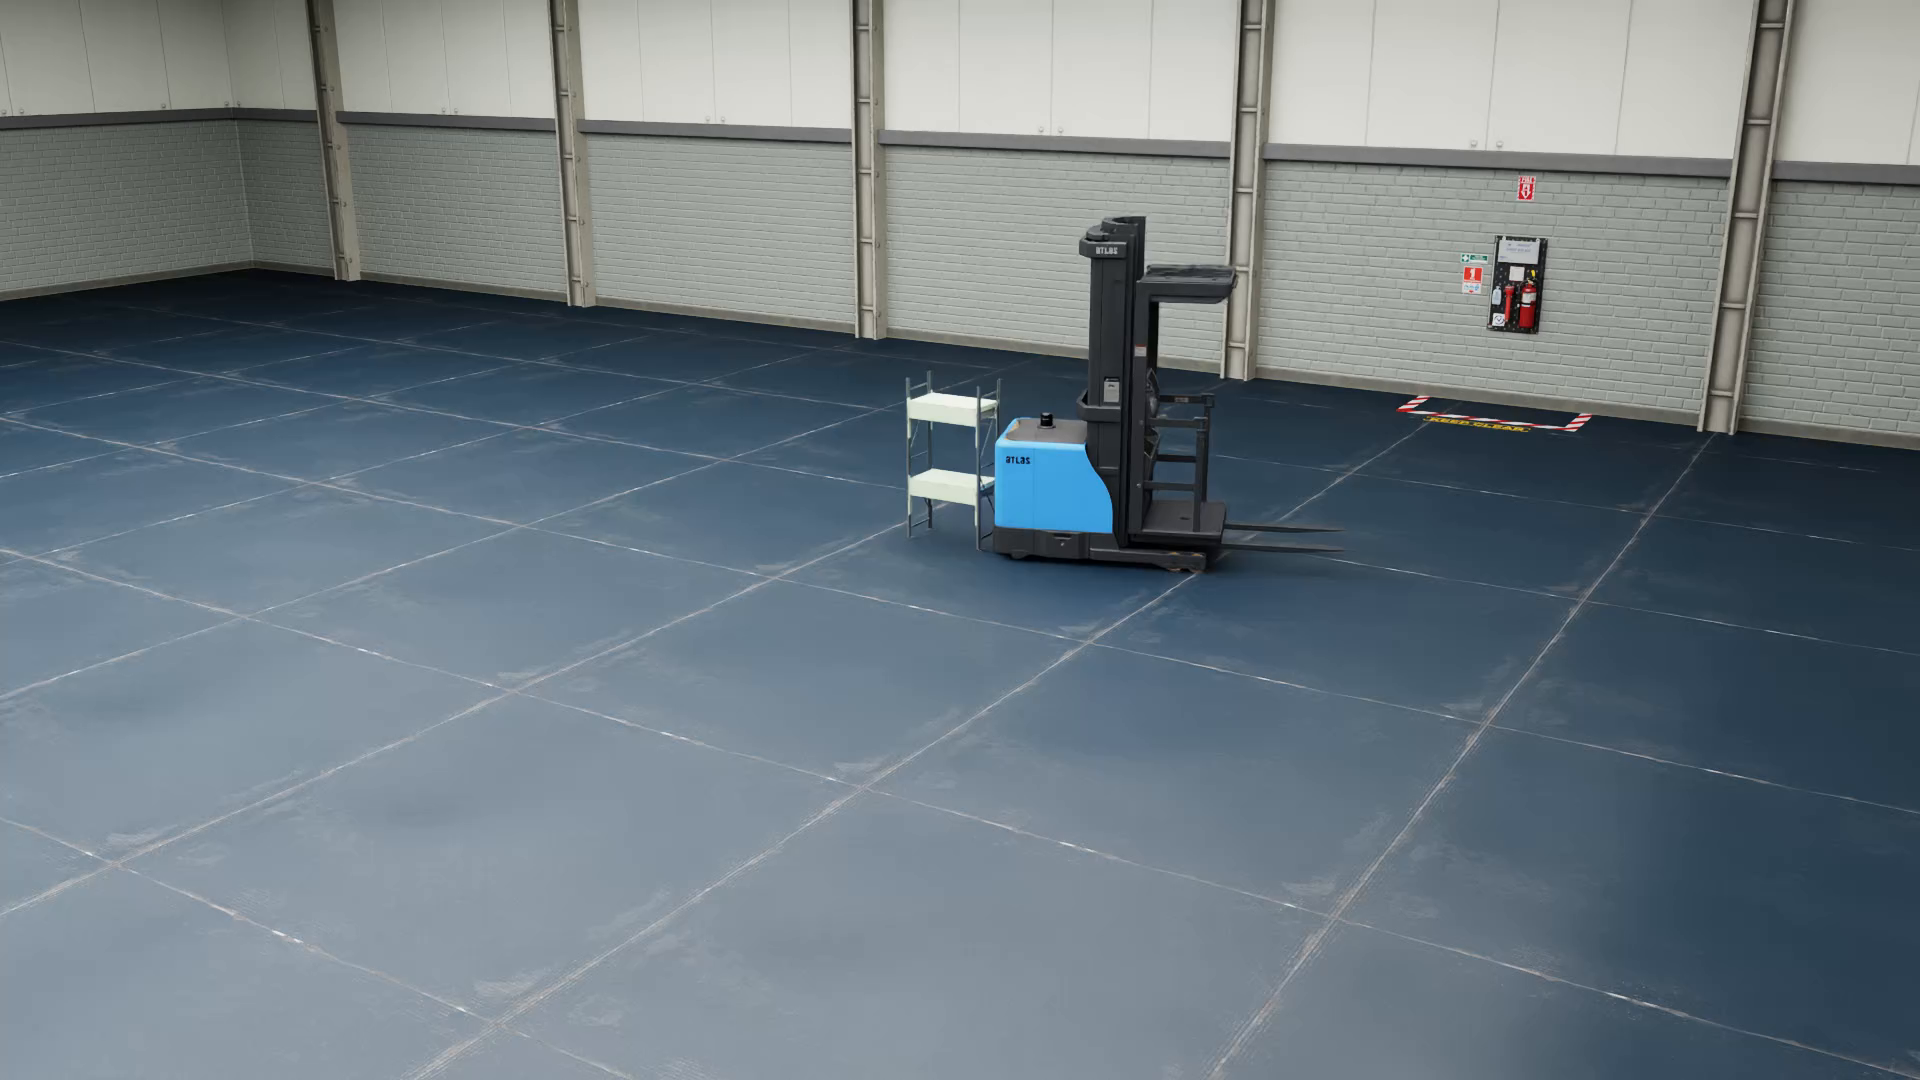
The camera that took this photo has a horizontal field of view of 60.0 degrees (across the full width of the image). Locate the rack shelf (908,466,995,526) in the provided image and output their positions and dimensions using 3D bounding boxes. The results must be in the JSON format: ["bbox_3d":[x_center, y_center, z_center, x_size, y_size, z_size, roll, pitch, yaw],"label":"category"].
[{"bbox_3d":[-0.057,-0.408,15.134,0.720,0.370,0.431,10,19,29],"label":"rack shelf"}]

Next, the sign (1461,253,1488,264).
[{"bbox_3d":[6.366,-3.481,20.576,0.331,0.109,0.001,10,20,30],"label":"sign"}]

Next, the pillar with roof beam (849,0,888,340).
[{"bbox_3d":[-3.609,-6.348,20.665,0.400,9.000,9.100,10,20,30],"label":"pillar with roof beam"}]

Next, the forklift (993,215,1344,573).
[{"bbox_3d":[1.862,-1.285,14.437,3.031,2.935,1.130,3,17,11],"label":"forklift"}]

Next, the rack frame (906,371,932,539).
[{"bbox_3d":[-0.372,-0.774,15.217,0.023,1.500,0.400,10,19,29],"label":"rack frame"}]

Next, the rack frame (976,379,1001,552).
[{"bbox_3d":[0.258,-0.666,14.861,0.023,1.500,0.400,10,19,29],"label":"rack frame"}]

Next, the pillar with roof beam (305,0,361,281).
[{"bbox_3d":[-13.835,-8.173,26.674,0.400,9.000,9.100,10,20,30],"label":"pillar with roof beam"}]

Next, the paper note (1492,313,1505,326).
[{"bbox_3d":[6.669,-2.726,20.580,0.142,0.148,0.016,10,20,30],"label":"paper note"}]

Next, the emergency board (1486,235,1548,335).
[{"bbox_3d":[6.784,-3.104,20.307,0.643,1.169,0.194,10,20,30],"label":"emergency board"}]

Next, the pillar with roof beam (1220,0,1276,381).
[{"bbox_3d":[1.504,-5.435,17.661,0.400,9.000,9.100,10,20,30],"label":"pillar with roof beam"}]

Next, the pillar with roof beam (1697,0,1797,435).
[{"bbox_3d":[6.616,-4.523,14.656,0.400,9.000,9.100,10,20,30],"label":"pillar with roof beam"}]

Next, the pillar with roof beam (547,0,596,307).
[{"bbox_3d":[-8.722,-7.261,23.670,0.400,9.000,9.100,10,20,30],"label":"pillar with roof beam"}]

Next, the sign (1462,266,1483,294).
[{"bbox_3d":[6.366,-3.230,20.662,0.234,0.329,0.001,10,20,30],"label":"sign"}]

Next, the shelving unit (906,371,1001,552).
[{"bbox_3d":[-0.057,-0.720,15.039,0.755,1.500,0.431,10,19,29],"label":"shelving unit"}]

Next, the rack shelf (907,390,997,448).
[{"bbox_3d":[-0.057,-1.093,14.926,0.720,0.370,0.431,10,19,29],"label":"rack shelf"}]

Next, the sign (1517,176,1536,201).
[{"bbox_3d":[6.829,-4.239,20.055,0.199,0.298,0.001,10,20,30],"label":"sign"}]
